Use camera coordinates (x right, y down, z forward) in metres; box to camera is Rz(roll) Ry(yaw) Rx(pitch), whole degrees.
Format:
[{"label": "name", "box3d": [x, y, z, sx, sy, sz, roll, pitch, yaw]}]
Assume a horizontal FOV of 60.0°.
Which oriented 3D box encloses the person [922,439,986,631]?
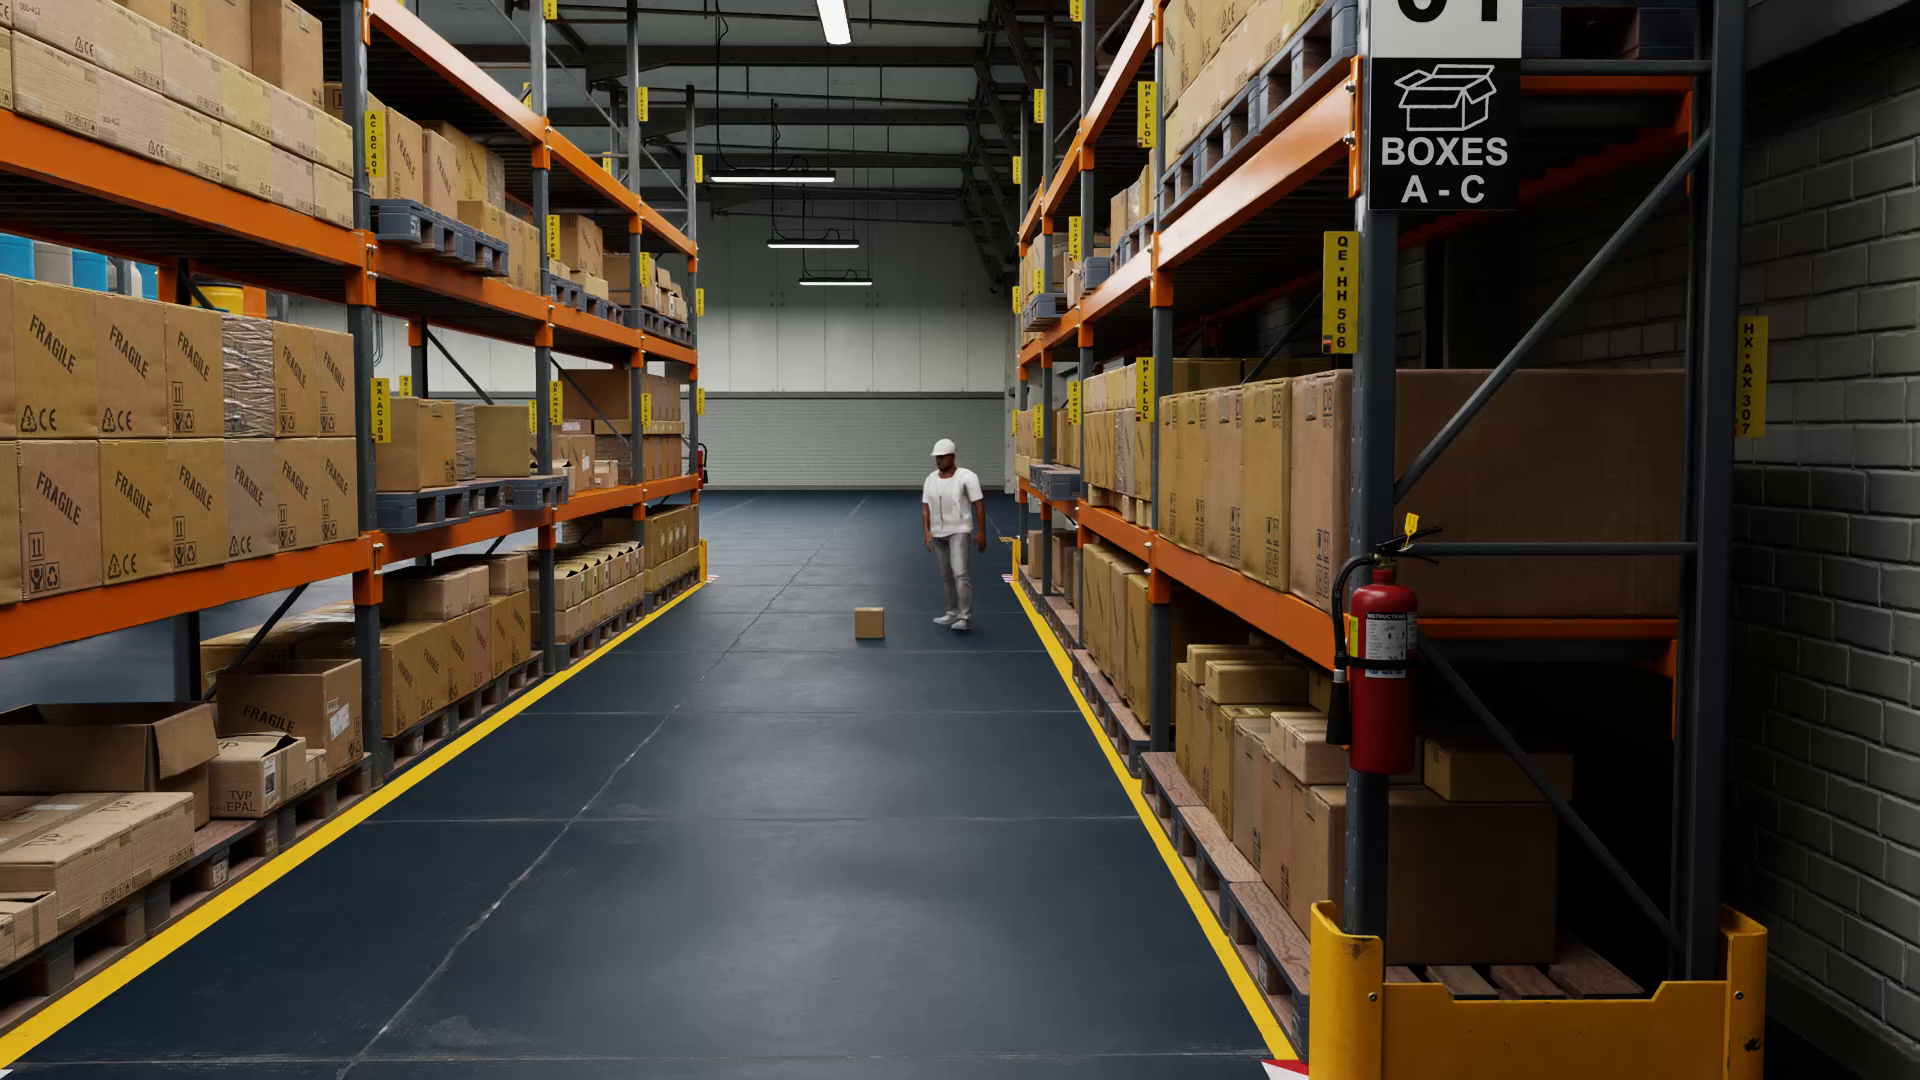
[{"label": "person", "box3d": [-0.078, -0.052, 15.242, 0.667, 1.741, 0.708, 3, 5, 36]}]
